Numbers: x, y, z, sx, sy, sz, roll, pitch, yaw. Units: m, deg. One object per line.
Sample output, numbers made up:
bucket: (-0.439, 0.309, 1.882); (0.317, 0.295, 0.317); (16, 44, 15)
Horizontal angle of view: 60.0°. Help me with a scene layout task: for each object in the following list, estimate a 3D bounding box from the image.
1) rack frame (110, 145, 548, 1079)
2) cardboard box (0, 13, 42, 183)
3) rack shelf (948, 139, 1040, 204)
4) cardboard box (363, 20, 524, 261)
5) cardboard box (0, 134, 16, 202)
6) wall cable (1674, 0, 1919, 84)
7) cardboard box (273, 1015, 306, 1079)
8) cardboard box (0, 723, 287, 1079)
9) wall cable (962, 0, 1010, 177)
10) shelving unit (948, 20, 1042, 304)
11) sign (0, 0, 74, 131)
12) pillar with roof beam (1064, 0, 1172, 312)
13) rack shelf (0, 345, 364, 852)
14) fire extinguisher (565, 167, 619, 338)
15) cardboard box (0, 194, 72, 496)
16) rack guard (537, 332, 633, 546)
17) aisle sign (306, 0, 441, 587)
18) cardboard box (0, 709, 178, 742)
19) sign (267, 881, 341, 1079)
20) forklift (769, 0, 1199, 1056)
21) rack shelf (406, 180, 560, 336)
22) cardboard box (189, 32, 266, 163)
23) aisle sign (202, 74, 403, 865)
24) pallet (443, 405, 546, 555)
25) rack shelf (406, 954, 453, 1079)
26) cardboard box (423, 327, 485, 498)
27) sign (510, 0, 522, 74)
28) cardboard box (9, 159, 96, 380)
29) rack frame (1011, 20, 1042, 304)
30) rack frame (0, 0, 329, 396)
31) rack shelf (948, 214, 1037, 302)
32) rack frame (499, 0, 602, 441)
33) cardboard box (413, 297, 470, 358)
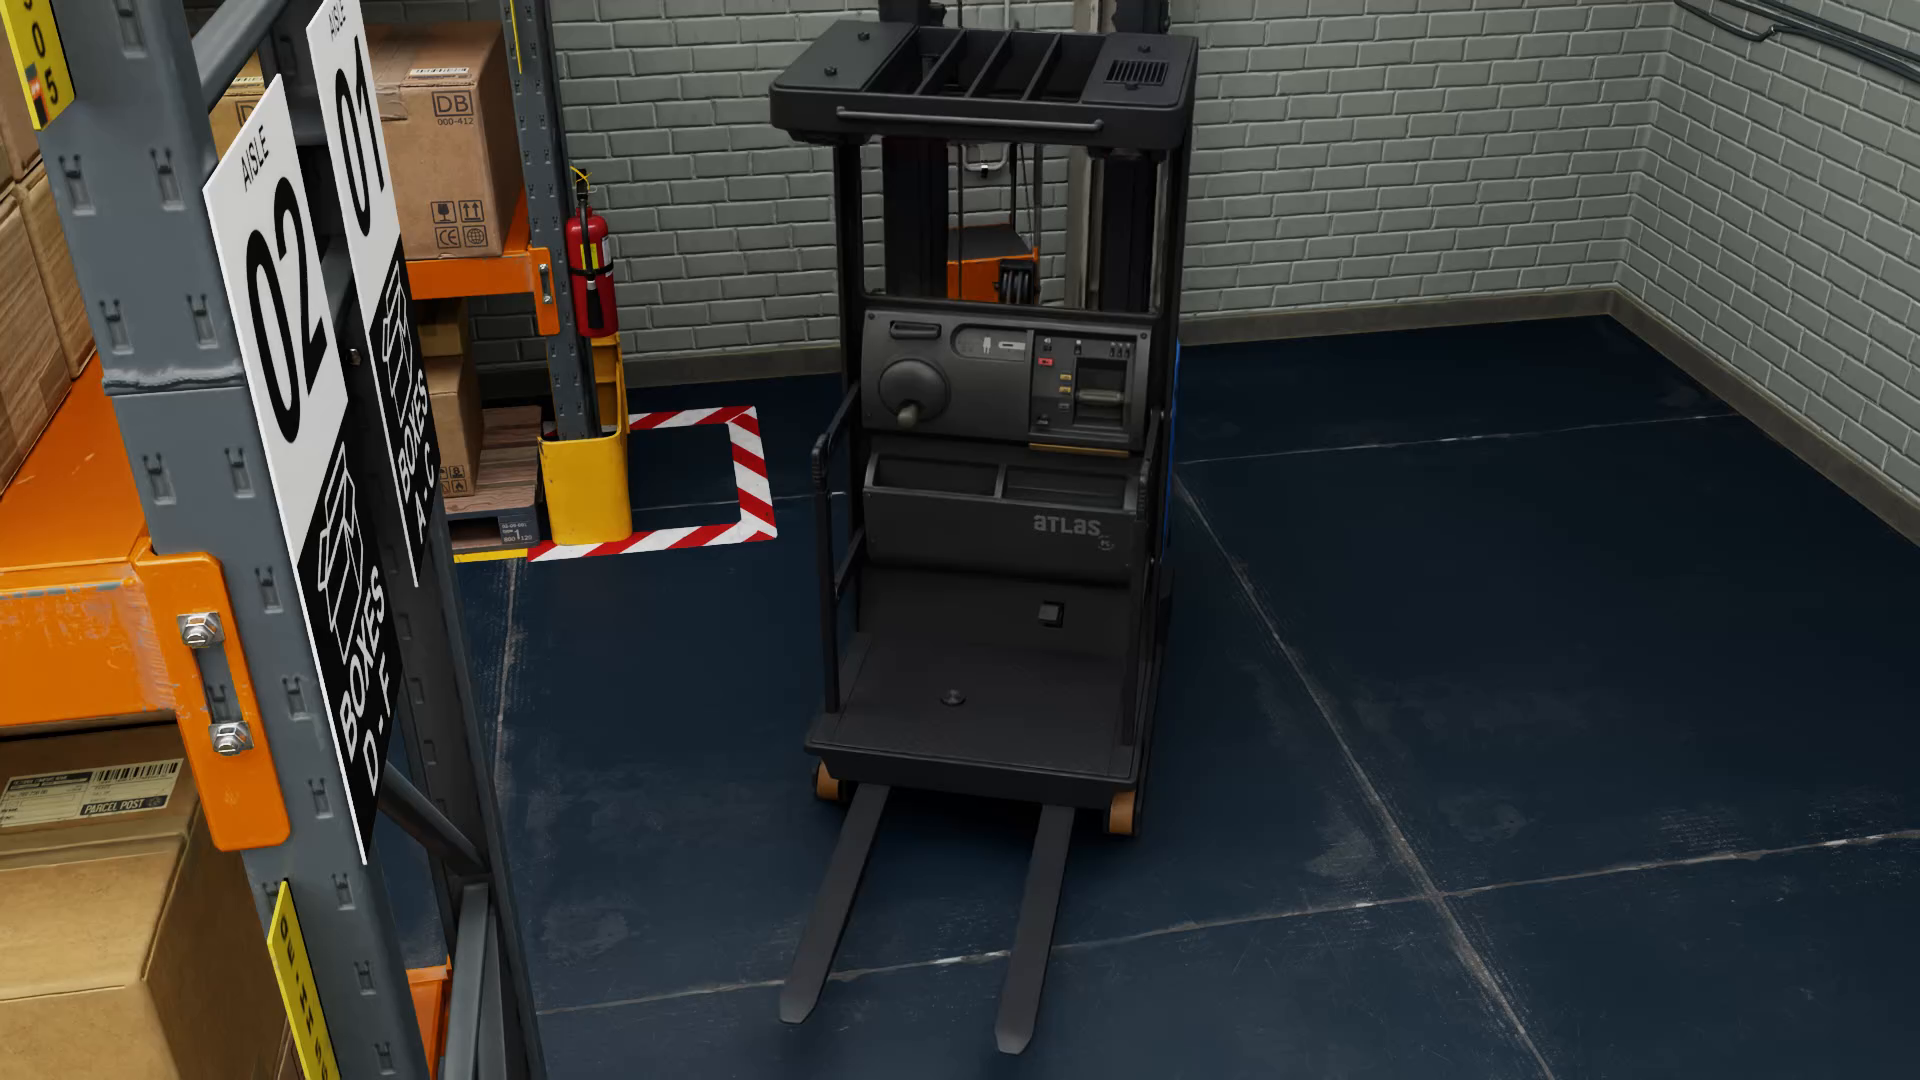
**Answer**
rack frame: (-0.830, 0.903, 2.755); (0.127, 3.000, 1.000); (-5, 31, -9)
cardboard box: (-1.382, -0.624, 2.046); (0.500, 0.250, 0.500); (-5, 31, -9)
rack shelf: (0.030, -1.634, 6.602); (0.480, 0.518, 0.431); (-7, 31, -11)
cardboard box: (-2.226, -1.644, 6.791); (0.700, 0.700, 0.980); (-4, 31, -7)
cardboard box: (-1.289, -0.367, 1.610); (0.500, 0.250, 0.500); (-5, 31, -9)
wall cable: (3.902, -3.152, 6.796); (0.112, 2.526, 3.097); (-5, 31, -9)
cardboard box: (-1.221, 1.037, 2.429); (0.500, 0.500, 0.500); (-4, 31, -7)
cardboard box: (-1.218, 0.607, 2.173); (0.500, 0.500, 0.500); (-6, 31, -9)
wall cable: (-0.637, -2.593, 7.698); (1.851, 1.984, 0.084); (-5, 31, -9)
shelving unit: (0.030, -1.042, 6.950); (0.503, 2.100, 0.431); (-7, 31, -11)
sign: (-0.750, -0.493, 1.296); (0.005, 0.325, 0.100); (-5, 31, -9)
pillar with roof beam: (1.550, -2.684, 2.936); (0.400, 9.000, 9.100); (-5, 31, -9)
rack shelf: (-2.797, 0.103, 1.866); (4.000, 0.370, 1.077); (-5, 31, -9)
fire extinguisher: (-1.494, -1.156, 6.701); (0.183, 0.674, 0.296); (-5, 31, -9)
cardboard box: (-1.288, -0.147, 1.729); (0.500, 0.250, 0.500); (-5, 31, -9)
rack guard: (-1.702, -0.491, 7.592); (0.348, 0.500, 1.175); (-5, 31, -9)
aisle sign: (-0.816, -0.370, 2.355); (0.004, 0.787, 0.394); (-5, 31, -9)
cardboard box: (-1.314, 0.338, 2.630); (0.500, 0.500, 0.500); (-4, 31, -7)
sign: (-0.750, 0.546, 1.907); (0.005, 0.325, 0.100); (-5, 31, -9)
forklift: (0.106, -0.475, 5.167); (1.130, 2.935, 3.031); (5, 31, 9)
rack shelf: (-3.693, -1.074, 6.826); (4.000, 0.370, 1.077); (-5, 31, -9)
cardboard box: (-2.939, -1.572, 6.668); (0.700, 0.700, 0.980); (-6, 31, -9)
aisle sign: (-0.708, -0.071, 1.846); (0.004, 0.787, 0.394); (-5, 31, -9)
pallet: (-2.498, -0.252, 7.471); (1.213, 0.211, 1.003); (-5, 31, -9)
rack shelf: (-2.797, 1.396, 2.626); (4.000, 0.370, 1.077); (-5, 31, -9)
cardboard box: (-2.396, -0.556, 7.288); (0.500, 0.500, 0.700); (-5, 31, -9)
sign: (-1.642, -1.896, 6.139); (0.005, 0.325, 0.100); (-5, 31, -9)
cardboard box: (-1.381, -0.405, 2.168); (0.500, 0.250, 0.500); (-5, 31, -9)
rack frame: (0.268, -1.070, 6.999); (0.015, 2.100, 0.400); (-7, 31, -11)
rack frame: (-0.830, -1.683, 1.234); (0.127, 3.000, 1.000); (-5, 31, -9)
rack shelf: (0.030, -1.030, 6.957); (0.480, 0.518, 0.431); (-7, 31, -11)
rack frame: (-1.726, -1.566, 6.954); (0.127, 3.000, 1.000); (-5, 31, -9)
cardboard box: (-2.309, -0.947, 7.313); (0.250, 0.149, 0.380); (-5, 31, -9)
